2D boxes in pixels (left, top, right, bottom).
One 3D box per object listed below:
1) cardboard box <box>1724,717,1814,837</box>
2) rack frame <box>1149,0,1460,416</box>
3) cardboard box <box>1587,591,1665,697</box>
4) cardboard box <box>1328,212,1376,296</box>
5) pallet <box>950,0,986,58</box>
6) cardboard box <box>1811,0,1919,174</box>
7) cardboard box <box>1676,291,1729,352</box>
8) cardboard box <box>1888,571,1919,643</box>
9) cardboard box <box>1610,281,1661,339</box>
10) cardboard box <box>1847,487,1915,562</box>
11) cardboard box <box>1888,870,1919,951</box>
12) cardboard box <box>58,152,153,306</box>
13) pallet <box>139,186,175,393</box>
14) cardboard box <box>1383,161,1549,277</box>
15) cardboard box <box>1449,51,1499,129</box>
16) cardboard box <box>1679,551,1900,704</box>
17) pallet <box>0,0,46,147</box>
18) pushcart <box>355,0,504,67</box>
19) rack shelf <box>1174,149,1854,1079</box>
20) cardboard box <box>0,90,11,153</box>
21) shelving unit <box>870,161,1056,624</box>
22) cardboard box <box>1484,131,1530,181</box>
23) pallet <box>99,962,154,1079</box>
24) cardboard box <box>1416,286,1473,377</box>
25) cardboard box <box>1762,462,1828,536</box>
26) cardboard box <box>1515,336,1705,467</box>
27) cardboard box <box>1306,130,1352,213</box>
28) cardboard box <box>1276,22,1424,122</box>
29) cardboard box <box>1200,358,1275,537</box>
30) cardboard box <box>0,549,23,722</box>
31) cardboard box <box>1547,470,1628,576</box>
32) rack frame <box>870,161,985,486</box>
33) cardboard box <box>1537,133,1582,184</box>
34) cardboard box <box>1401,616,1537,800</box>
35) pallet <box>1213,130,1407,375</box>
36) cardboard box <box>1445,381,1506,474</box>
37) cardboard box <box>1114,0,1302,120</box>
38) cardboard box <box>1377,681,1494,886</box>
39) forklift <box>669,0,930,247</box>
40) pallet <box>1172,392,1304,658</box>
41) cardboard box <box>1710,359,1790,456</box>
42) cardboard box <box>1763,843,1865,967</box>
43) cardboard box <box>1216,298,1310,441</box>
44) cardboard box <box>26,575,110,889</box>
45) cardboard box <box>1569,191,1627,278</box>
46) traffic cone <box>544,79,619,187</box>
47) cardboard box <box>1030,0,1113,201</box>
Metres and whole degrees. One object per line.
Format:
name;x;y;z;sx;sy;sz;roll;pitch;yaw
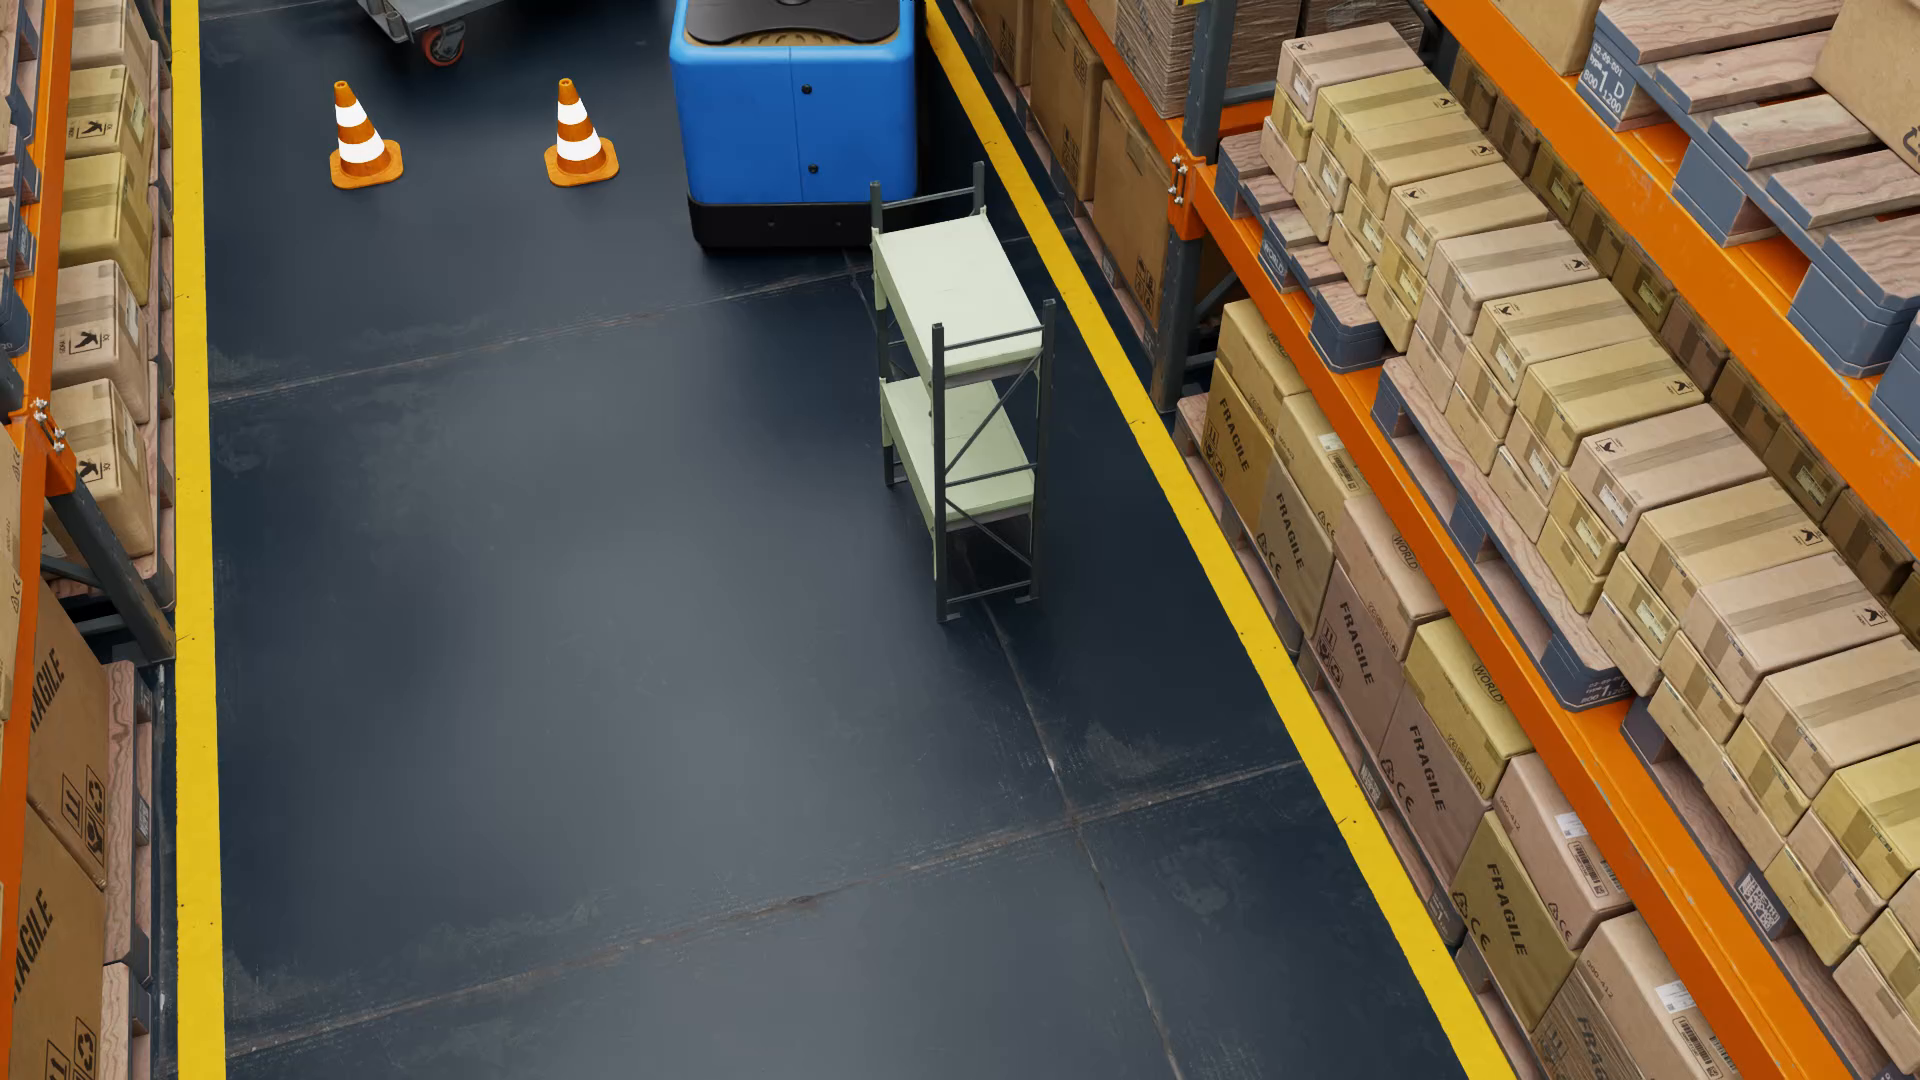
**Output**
cardboard box;2.025;0.505;3.847;0.380;0.149;0.250;-11;51;-9
rack frame;1.298;-1.646;5.966;1.000;3.000;0.127;-13;51;-11
cardboard box;1.864;0.218;4.283;0.380;0.149;0.250;-15;52;-13
cardboard box;1.397;-0.935;5.256;0.380;0.149;0.250;-11;51;-9
pallet;0.415;-3.123;9.034;1.003;0.211;1.213;-13;51;-11
cardboard box;2.150;-1.018;3.132;0.797;0.503;0.637;-14;51;-11
cardboard box;2.261;-0.693;4.663;0.380;0.149;0.250;-11;51;-9
cardboard box;2.571;0.166;4.133;0.380;0.149;0.250;-15;52;-13
cardboard box;2.183;-0.696;5.054;0.380;0.149;0.250;-15;52;-13
cardboard box;2.495;-0.123;4.182;0.380;0.149;0.250;-14;51;-11
cardboard box;2.176;0.780;3.421;0.380;0.149;0.250;-11;51;-9
cardboard box;-4.003;-1.249;7.075;0.950;0.372;0.625;-12;51;-10
pallet;-3.987;-1.015;7.257;1.003;0.211;1.213;-13;51;-11
cardboard box;1.478;-0.942;4.872;0.380;0.149;0.250;-15;52;-12
cardboard box;1.879;-1.539;5.570;0.380;0.149;0.250;-12;51;-10
cardboard box;1.943;0.203;3.907;0.380;0.149;0.250;-13;51;-11
pallet;-4.025;-1.828;6.244;1.003;0.211;1.213;-13;51;-11
pushcart;-2.420;-3.082;8.891;1.648;0.377;0.936;-30;56;-23
rack shelf;1.890;0.046;5.009;1.077;0.370;4.000;-13;51;-11
cardboard box;-3.469;-1.417;5.662;0.380;0.149;0.250;-13;51;-11
shelving unit;-0.002;-0.488;5.970;0.431;1.500;0.755;-13;51;-11
cardboard box;1.955;-1.263;5.532;0.380;0.149;0.250;-13;51;-11
pallet;-2.882;1.928;4.776;1.003;0.211;1.213;-13;51;-11
cardboard box;1.561;-0.640;4.812;0.380;0.149;0.250;-13;51;-11
cardboard box;2.413;-0.123;4.572;0.380;0.149;0.250;-14;51;-12
cardboard box;1.710;-0.369;4.389;0.380;0.149;0.250;-14;51;-11
cardboard box;1.331;-1.201;5.285;0.380;0.149;0.250;-11;51;-9
cardboard box;1.251;-1.508;5.350;0.380;0.149;0.250;-13;51;-11
cardboard box;1.264;-0.402;6.277;0.500;0.500;0.500;-15;52;-13
cardboard box;-2.837;0.275;4.444;0.500;0.250;0.500;-12;51;-10
cardboard box;1.781;-0.083;4.343;0.380;0.149;0.250;-13;51;-11
rack frame;-0.110;-0.756;6.196;0.400;1.500;0.023;-13;51;-11
cardboard box;2.031;-1.263;5.143;0.380;0.149;0.250;-12;51;-10
cardboard box;1.710;0.456;5.063;0.500;0.250;0.500;-15;52;-13
pallet;1.611;-1.088;5.621;1.213;0.211;1.003;-13;51;-11
cardboard box;1.632;-0.360;4.771;0.380;0.149;0.250;-13;51;-10
cardboard box;0.908;-1.947;6.154;0.500;0.500;0.500;-13;51;-11
cardboard box;1.723;0.711;5.338;0.500;0.500;0.500;-14;51;-12
forklift;-0.723;-3.392;7.482;1.130;2.935;3.031;-1;50;-1
pallet;1.528;-0.177;6.550;1.003;0.211;1.213;-13;51;-11
cardboard box;2.339;-0.409;4.617;0.380;0.149;0.250;-14;51;-12
cardboard box;2.097;0.786;3.805;0.380;0.149;0.250;-13;51;-11
cardboard box;1.271;-0.659;6.003;0.500;0.250;0.500;-15;52;-13
cardboard box;-3.276;0.619;5.171;0.875;0.875;0.875;-14;51;-11
cardboard box;2.114;-0.970;5.090;0.380;0.149;0.250;-13;51;-11
traffic cone;-1.838;-1.982;7.908;0.336;0.463;0.334;-13;51;-11
cardboard box;0.942;-2.159;7.595;1.050;0.750;0.750;-13;51;-10
